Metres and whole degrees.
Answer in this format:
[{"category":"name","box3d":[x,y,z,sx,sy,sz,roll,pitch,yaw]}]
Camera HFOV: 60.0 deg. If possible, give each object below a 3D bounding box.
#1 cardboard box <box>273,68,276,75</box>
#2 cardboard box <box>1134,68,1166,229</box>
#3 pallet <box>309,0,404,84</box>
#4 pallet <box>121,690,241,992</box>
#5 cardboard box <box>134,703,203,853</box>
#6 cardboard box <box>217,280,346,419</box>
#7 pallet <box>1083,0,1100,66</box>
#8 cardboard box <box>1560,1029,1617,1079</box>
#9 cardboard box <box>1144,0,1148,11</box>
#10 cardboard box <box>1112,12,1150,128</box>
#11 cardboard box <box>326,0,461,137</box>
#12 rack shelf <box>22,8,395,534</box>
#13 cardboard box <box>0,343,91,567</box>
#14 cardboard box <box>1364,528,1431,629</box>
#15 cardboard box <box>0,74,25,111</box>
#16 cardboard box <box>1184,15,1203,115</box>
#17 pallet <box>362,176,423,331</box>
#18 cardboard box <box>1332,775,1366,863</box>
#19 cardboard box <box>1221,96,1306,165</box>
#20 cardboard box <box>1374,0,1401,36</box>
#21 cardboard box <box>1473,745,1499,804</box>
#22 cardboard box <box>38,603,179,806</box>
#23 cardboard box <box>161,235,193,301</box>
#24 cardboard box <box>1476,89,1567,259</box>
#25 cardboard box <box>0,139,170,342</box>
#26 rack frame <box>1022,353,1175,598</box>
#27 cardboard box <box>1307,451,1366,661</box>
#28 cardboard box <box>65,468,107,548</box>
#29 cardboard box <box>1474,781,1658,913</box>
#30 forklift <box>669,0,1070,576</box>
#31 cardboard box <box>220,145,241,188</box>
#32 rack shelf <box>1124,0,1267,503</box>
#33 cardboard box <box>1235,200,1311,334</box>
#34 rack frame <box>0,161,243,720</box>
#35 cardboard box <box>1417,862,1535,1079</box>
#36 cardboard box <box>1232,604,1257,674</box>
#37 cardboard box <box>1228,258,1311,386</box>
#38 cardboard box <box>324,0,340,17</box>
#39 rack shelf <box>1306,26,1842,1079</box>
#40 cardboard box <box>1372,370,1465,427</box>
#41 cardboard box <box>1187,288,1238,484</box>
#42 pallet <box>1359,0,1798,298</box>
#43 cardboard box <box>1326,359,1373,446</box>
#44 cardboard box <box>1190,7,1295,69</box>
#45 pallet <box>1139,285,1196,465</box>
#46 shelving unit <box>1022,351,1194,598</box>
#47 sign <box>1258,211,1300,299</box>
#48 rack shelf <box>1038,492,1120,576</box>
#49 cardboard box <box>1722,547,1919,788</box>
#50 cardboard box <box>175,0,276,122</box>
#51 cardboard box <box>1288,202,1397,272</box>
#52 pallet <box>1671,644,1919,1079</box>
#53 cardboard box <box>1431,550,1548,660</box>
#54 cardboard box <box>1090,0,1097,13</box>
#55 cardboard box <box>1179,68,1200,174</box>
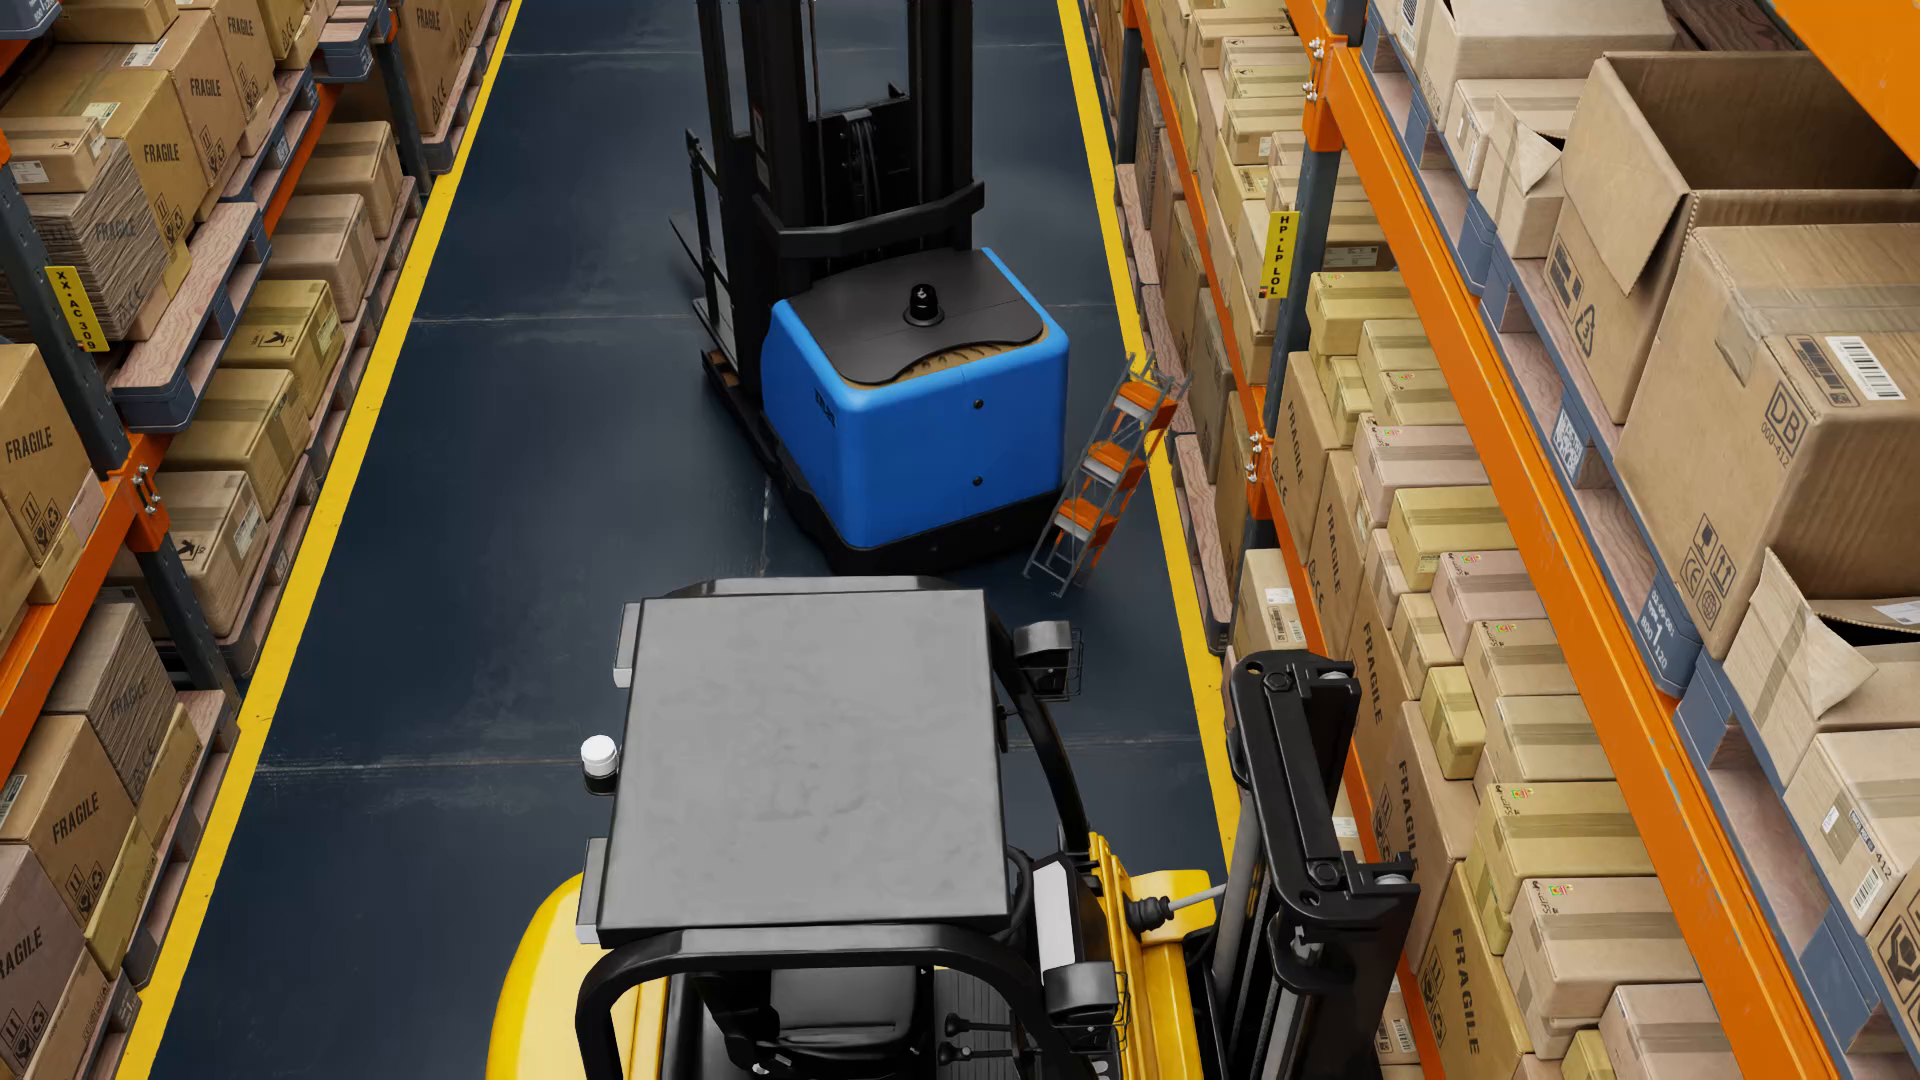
[{"category":"cardboard box","box3d":[-3.251,-2.071,7.315,0.380,0.149,0.250,-1,43,-1]},{"category":"cardboard box","box3d":[1.420,-2.103,8.921,0.875,0.625,0.625,0,43,0]},{"category":"pallet","box3d":[-3.415,-2.552,8.105,1.213,0.211,1.003,-2,43,-2]},{"category":"pallet","box3d":[-3.318,1.080,6.065,1.003,0.211,1.213,-2,43,-2]},{"category":"cardboard box","box3d":[-3.088,0.850,5.976,0.500,0.250,0.500,0,43,0]},{"category":"cardboard box","box3d":[-3.472,-0.895,7.790,0.950,0.372,0.625,0,43,0]},{"category":"pallet","box3d":[1.365,-3.544,11.110,1.003,0.211,1.213,-2,43,-2]},{"category":"cardboard box","box3d":[1.463,1.137,3.385,0.380,0.149,0.250,-2,43,-2]},{"category":"cardboard box","box3d":[1.182,-2.883,8.436,0.500,0.250,0.500,-1,43,-2]},{"category":"cardboard box","box3d":[1.175,-2.758,9.728,0.500,0.500,0.500,-1,43,-1]},{"category":"cardboard box","box3d":[-3.498,-2.941,9.649,0.875,0.875,0.875,-2,43,-2]},{"category":"rack shelf","box3d":[-3.467,-1.485,7.332,1.077,0.370,4.000,-2,43,-2]},{"category":"cardboard box","box3d":[-3.115,-0.254,5.162,0.500,0.500,0.500,-3,43,-3]},{"category":"cardboard box","box3d":[1.325,0.098,4.519,0.380,0.149,0.250,-2,43,-2]},{"category":"cardboard box","box3d":[-3.653,-1.341,6.038,0.500,0.500,0.500,-1,43,-2]},{"category":"cardboard box","box3d":[1.253,-2.032,7.137,0.500,0.250,0.500,-1,43,-1]},{"category":"pallet","box3d":[-3.520,-1.545,8.929,1.003,0.211,1.213,-2,43,-2]},{"category":"cardboard box","box3d":[1.328,0.962,5.114,0.500,0.250,0.500,0,43,0]},{"category":"cardboard box","box3d":[1.210,-1.559,6.327,0.380,0.149,0.250,-3,43,-3]},{"category":"cardboard box","box3d":[1.293,-1.438,4.330,0.380,0.149,0.250,-1,43,-1]},{"category":"cardboard box","box3d":[1.453,0.617,3.953,0.380,0.149,0.250,-2,43,-2]},{"category":"cardboard box","box3d":[-3.089,0.574,5.723,0.500,0.500,0.500,-2,43,-2]},{"category":"cardboard box","box3d":[-3.091,-1.013,6.160,0.380,0.149,0.250,-1,43,-1]},{"category":"cardboard box","box3d":[1.337,-0.782,3.528,0.396,0.266,0.258,-3,43,-3]},{"category":"cardboard box","box3d":[-3.115,-1.026,5.694,0.500,0.500,0.500,-1,43,-1]},{"category":"rack frame","box3d":[0.557,-0.253,6.801,0.200,1.050,0.008,32,21,18]},{"category":"cardboard box","box3d":[1.374,0.076,5.022,0.500,0.500,0.500,-1,43,-1]},{"category":"cardboard box","box3d":[-3.064,-0.099,5.474,0.380,0.149,0.250,-2,43,-2]},{"category":"cardboard box","box3d":[1.367,0.675,3.669,0.380,0.149,0.250,-1,43,-1]},{"category":"forklift","box3d":[-0.625,-1.860,7.259,1.130,2.935,3.031,-18,45,-18]},{"category":"cardboard box","box3d":[-3.158,-1.544,6.740,0.380,0.149,0.250,-1,43,-1]},{"category":"rack shelf","box3d":[1.492,-1.630,7.490,1.077,0.370,4.000,-2,43,-2]},{"category":"cardboard box","box3d":[1.301,-0.998,6.010,0.500,0.250,0.500,-2,43,-3]},{"category":"rack frame","box3d":[-3.382,-0.400,5.616,1.000,3.000,0.127,-2,43,-2]},{"category":"cardboard box","box3d":[1.429,1.097,3.908,0.500,0.500,0.500,-2,43,-3]},{"category":"cardboard box","box3d":[1.289,0.465,6.027,0.500,0.250,0.500,-2,43,-2]},{"category":"cardboard box","box3d":[1.294,-0.822,6.188,0.500,0.250,0.500,-1,43,-1]},{"category":"cardboard box","box3d":[-3.164,-2.600,7.892,0.380,0.149,0.250,-2,43,-2]},{"category":"rack shelf","box3d":[1.662,-0.035,3.531,1.077,0.370,4.000,-2,43,-2]},{"category":"cardboard box","box3d":[1.415,-0.361,4.799,0.380,0.149,0.250,-2,43,-3]},{"category":"cardboard box","box3d":[1.518,-0.700,7.390,0.875,0.625,0.625,-2,43,-2]},{"category":"pallet","box3d":[1.639,-1.043,4.163,1.003,0.211,1.213,-2,43,-2]},{"category":"cardboard box","box3d":[1.340,-0.423,5.088,0.380,0.149,0.250,-1,43,-1]},{"category":"cardboard box","box3d":[1.168,-2.084,6.899,0.380,0.149,0.250,-3,43,-3]},{"category":"pallet","box3d":[1.452,-0.839,8.159,1.003,0.211,1.213,-2,43,-2]},{"category":"shelving unit","box3d":[0.610,-0.270,6.910,0.215,1.050,0.252,32,21,18]},{"category":"sign","box3d":[1.035,-0.920,5.386,0.100,0.325,0.005,-2,43,-2]},{"category":"rack shelf","box3d":[0.492,-0.025,7.006,0.215,0.259,0.240,32,21,18]},{"category":"cardboard box","box3d":[1.398,0.186,2.472,0.396,0.266,0.258,-2,43,-2]},{"category":"cardboard box","box3d":[-3.177,-2.045,6.806,0.500,0.500,0.500,-3,43,-4]},{"category":"cardboard box","box3d":[1.341,-1.045,5.766,0.380,0.149,0.250,0,43,0]},{"category":"pallet","box3d":[1.743,0.604,2.366,1.003,0.211,1.213,-2,43,-2]},{"category":"cardboard box","box3d":[1.428,0.161,4.230,0.380,0.149,0.250,-2,43,-2]},{"category":"cardboard box","box3d":[1.098,-3.799,10.864,0.500,0.500,0.500,-3,43,-3]},{"category":"cardboard box","box3d":[1.247,-1.846,7.305,0.500,0.250,0.500,0,43,0]}]
